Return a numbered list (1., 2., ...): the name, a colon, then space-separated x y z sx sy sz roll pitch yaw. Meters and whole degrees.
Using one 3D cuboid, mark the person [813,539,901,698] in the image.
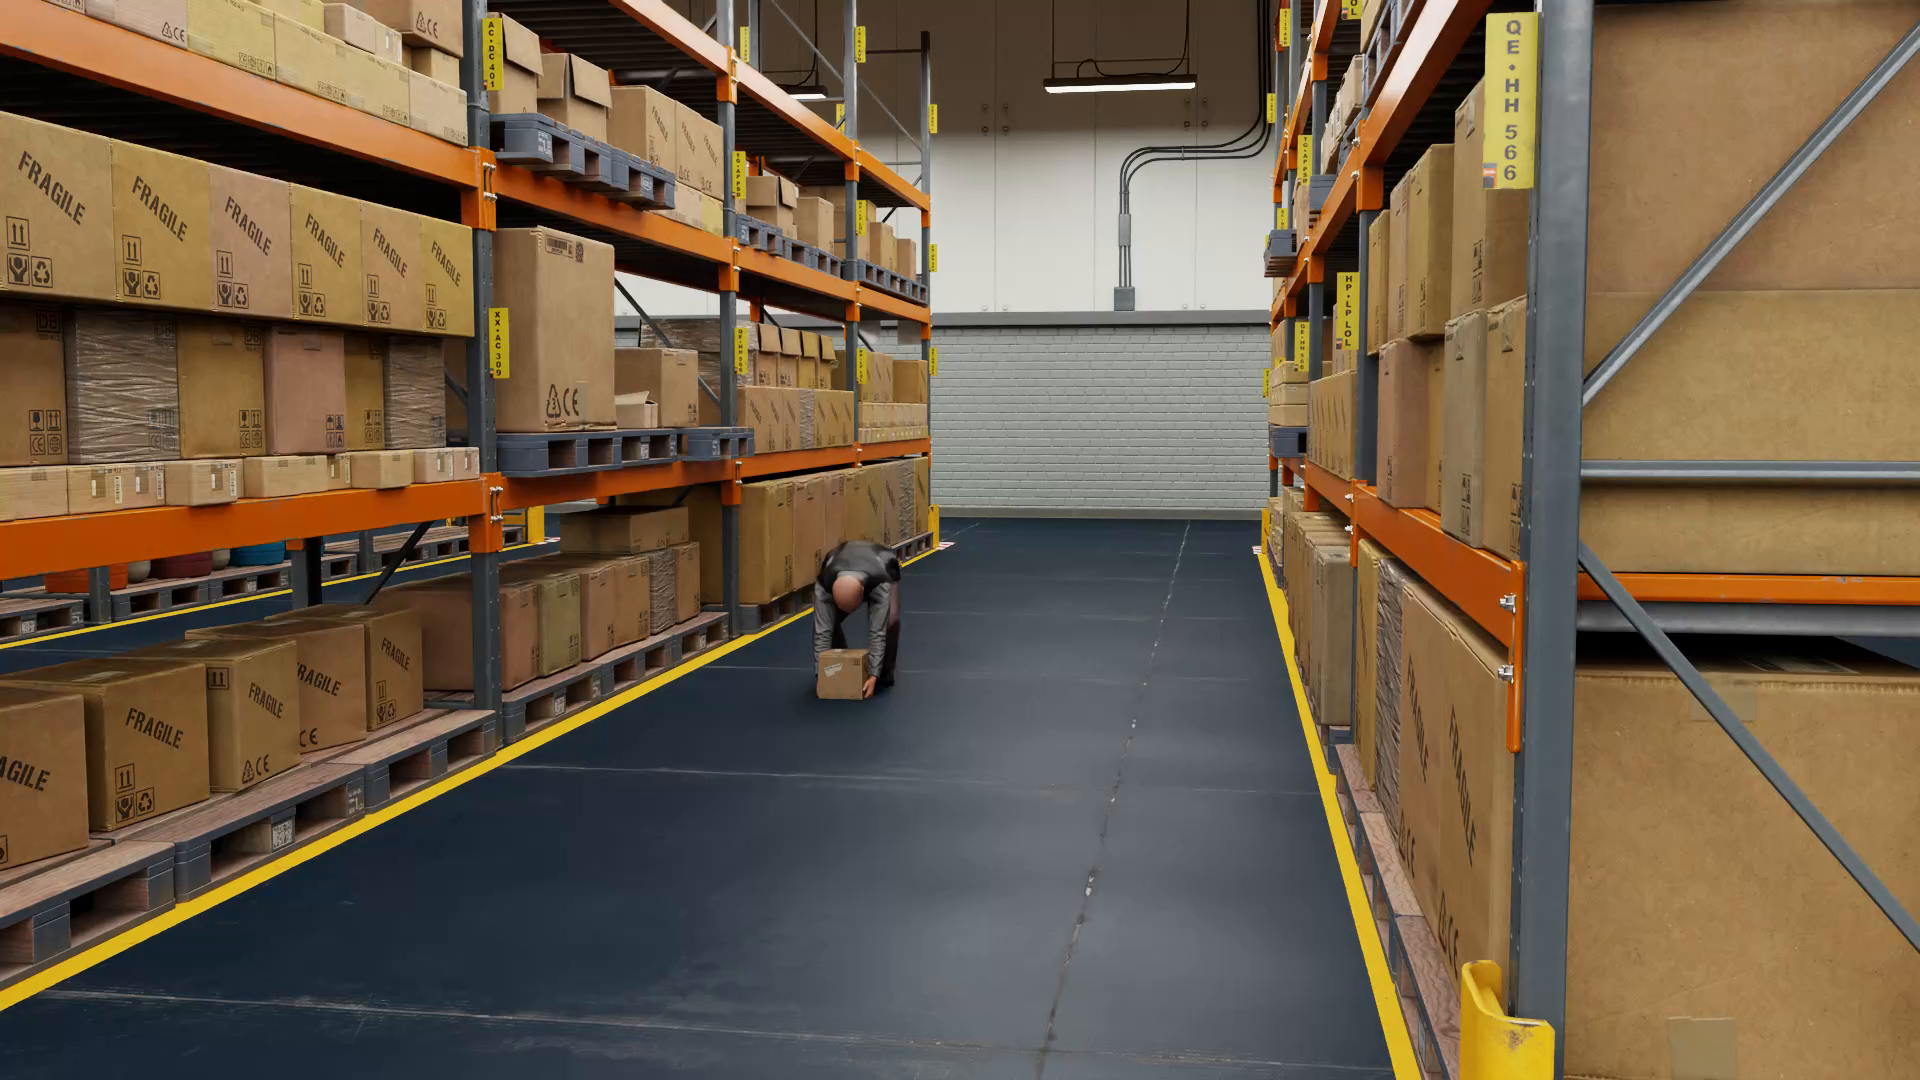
1. person: -0.604 0.446 9.757 0.517 0.871 0.953 1 4 7
